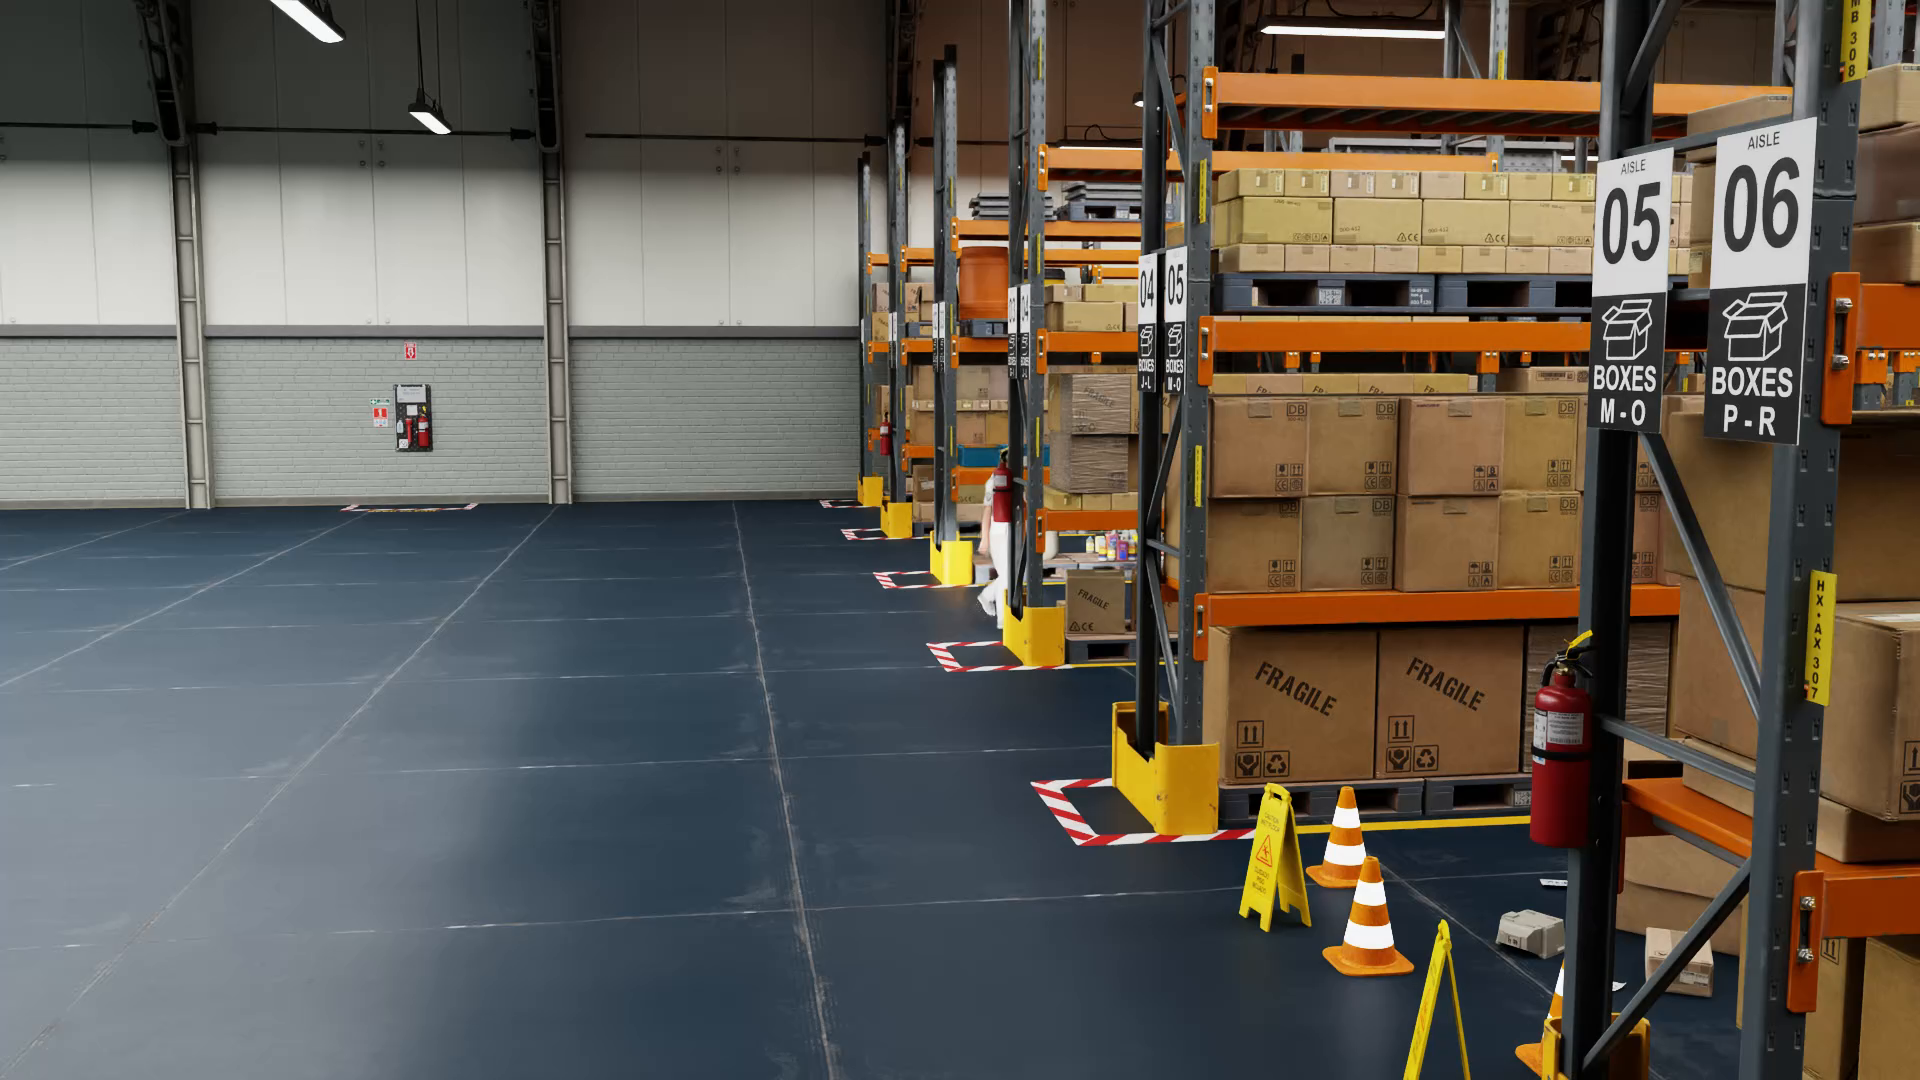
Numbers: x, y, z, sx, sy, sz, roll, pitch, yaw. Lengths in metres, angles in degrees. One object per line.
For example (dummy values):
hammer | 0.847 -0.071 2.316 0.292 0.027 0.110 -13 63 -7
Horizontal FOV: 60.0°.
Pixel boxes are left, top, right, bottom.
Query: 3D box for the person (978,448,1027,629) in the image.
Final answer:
person | 0.425 -0.034 16.009 0.763 1.708 0.587 4 7 29
